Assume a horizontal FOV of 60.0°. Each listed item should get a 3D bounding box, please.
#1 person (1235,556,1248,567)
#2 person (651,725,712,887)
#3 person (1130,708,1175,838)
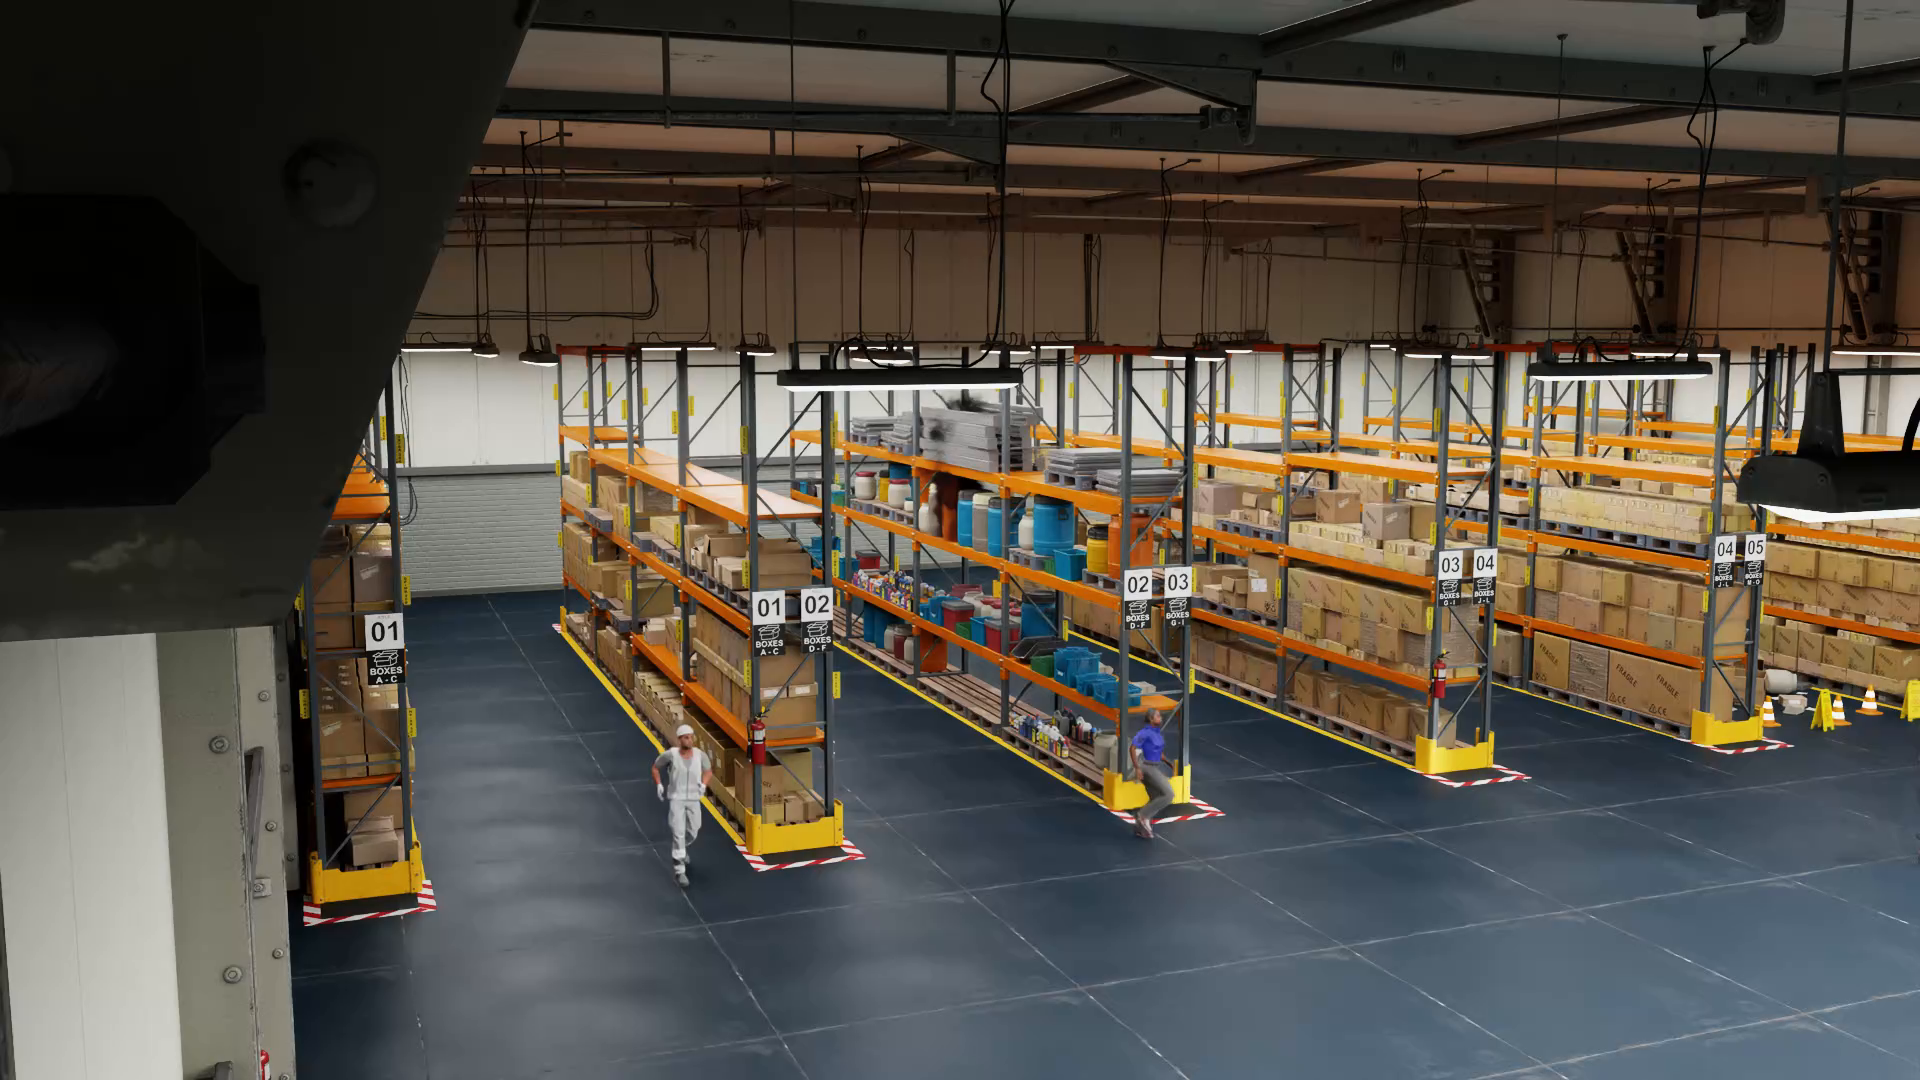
[{"bbox_3d":[7.290,0.115,42.253,0.727,1.727,0.732,-3,8,-22],"label":"person"},{"bbox_3d":[-3.172,3.015,19.257,0.666,1.749,0.965,-3,8,-23],"label":"person"},{"bbox_3d":[2.455,2.904,20.818,0.554,1.584,0.598,3,8,21],"label":"person"}]
